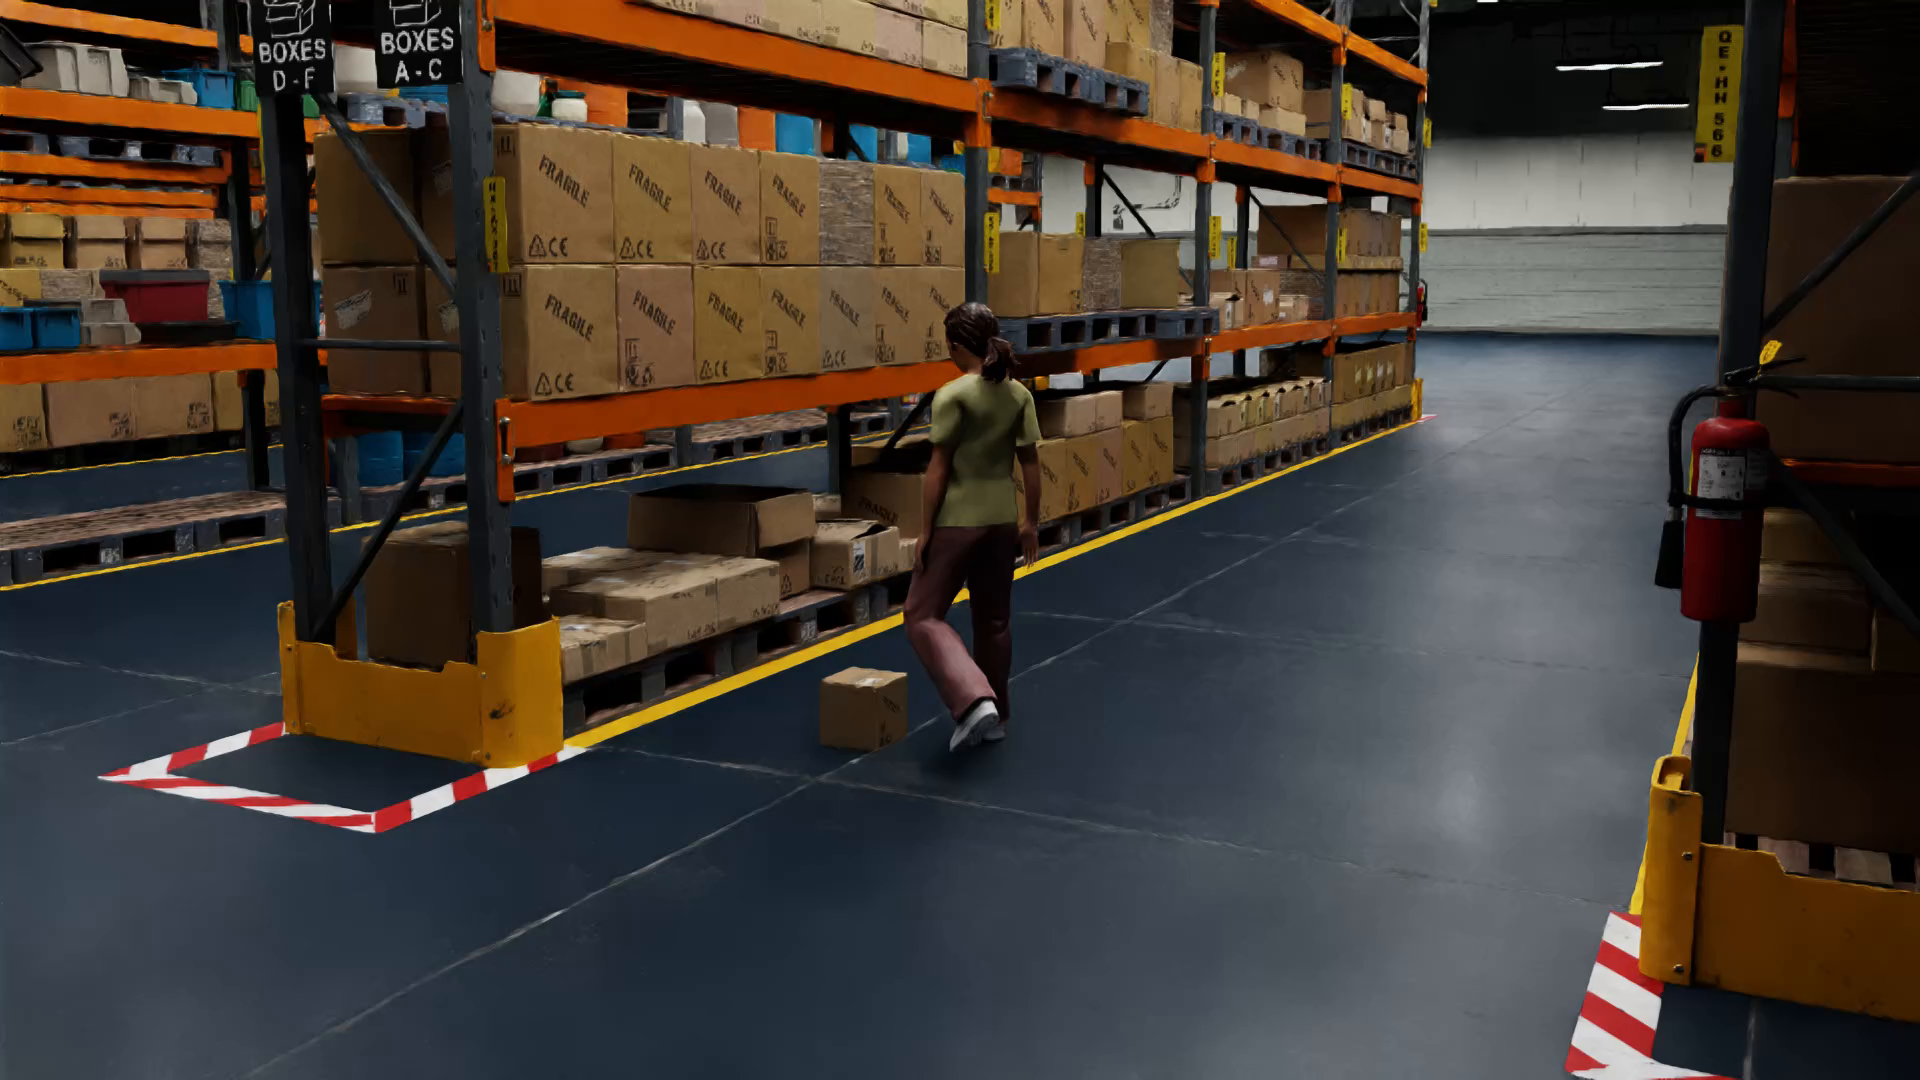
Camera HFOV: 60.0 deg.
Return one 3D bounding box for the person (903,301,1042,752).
[{"bbox_3d":[0.052,-0.007,6.087,0.495,1.620,0.682,-6,11,-35],"label":"person"}]
